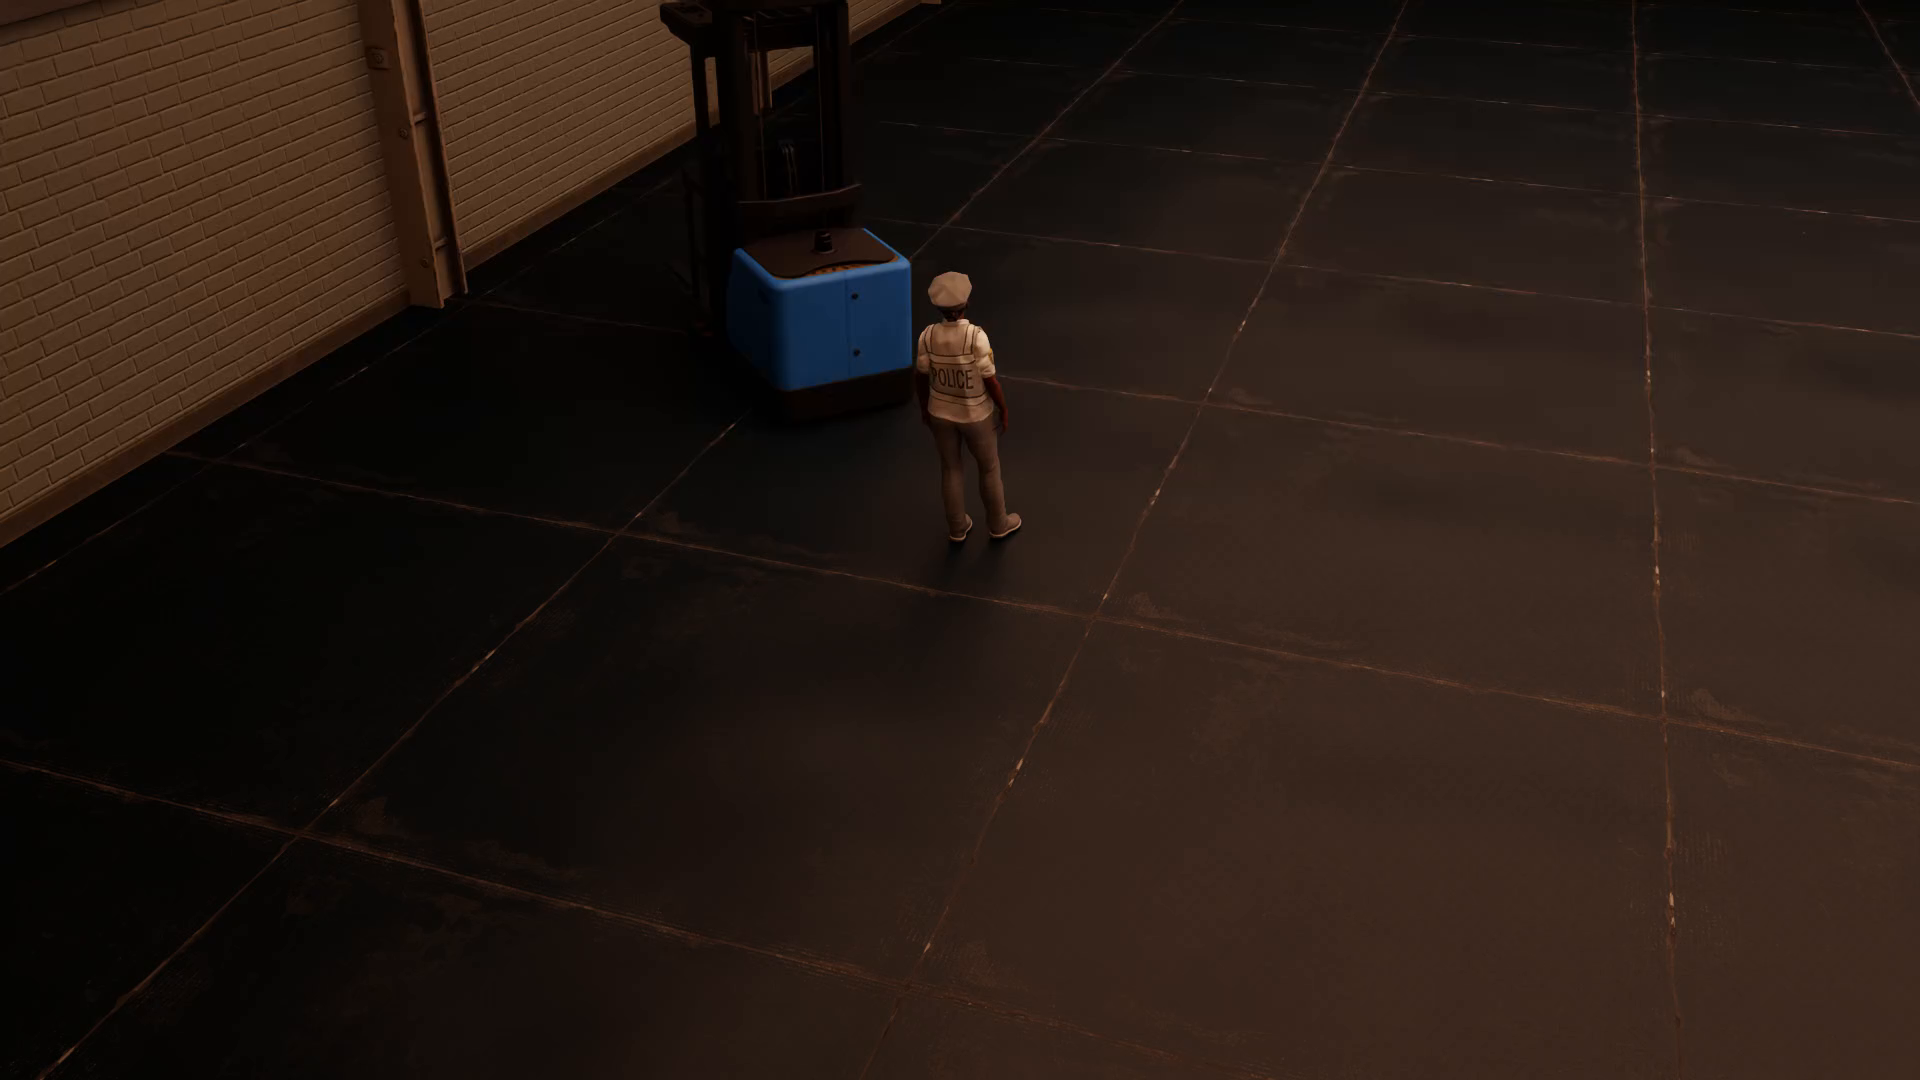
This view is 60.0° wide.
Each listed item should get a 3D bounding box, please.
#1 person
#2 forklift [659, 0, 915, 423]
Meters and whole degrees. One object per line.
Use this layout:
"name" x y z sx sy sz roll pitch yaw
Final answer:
"person" 0.043 -0.774 9.729 0.569 1.694 0.529 10 31 16
"forklift" -1.427 -2.775 12.005 1.130 2.935 3.031 -14 32 -23
